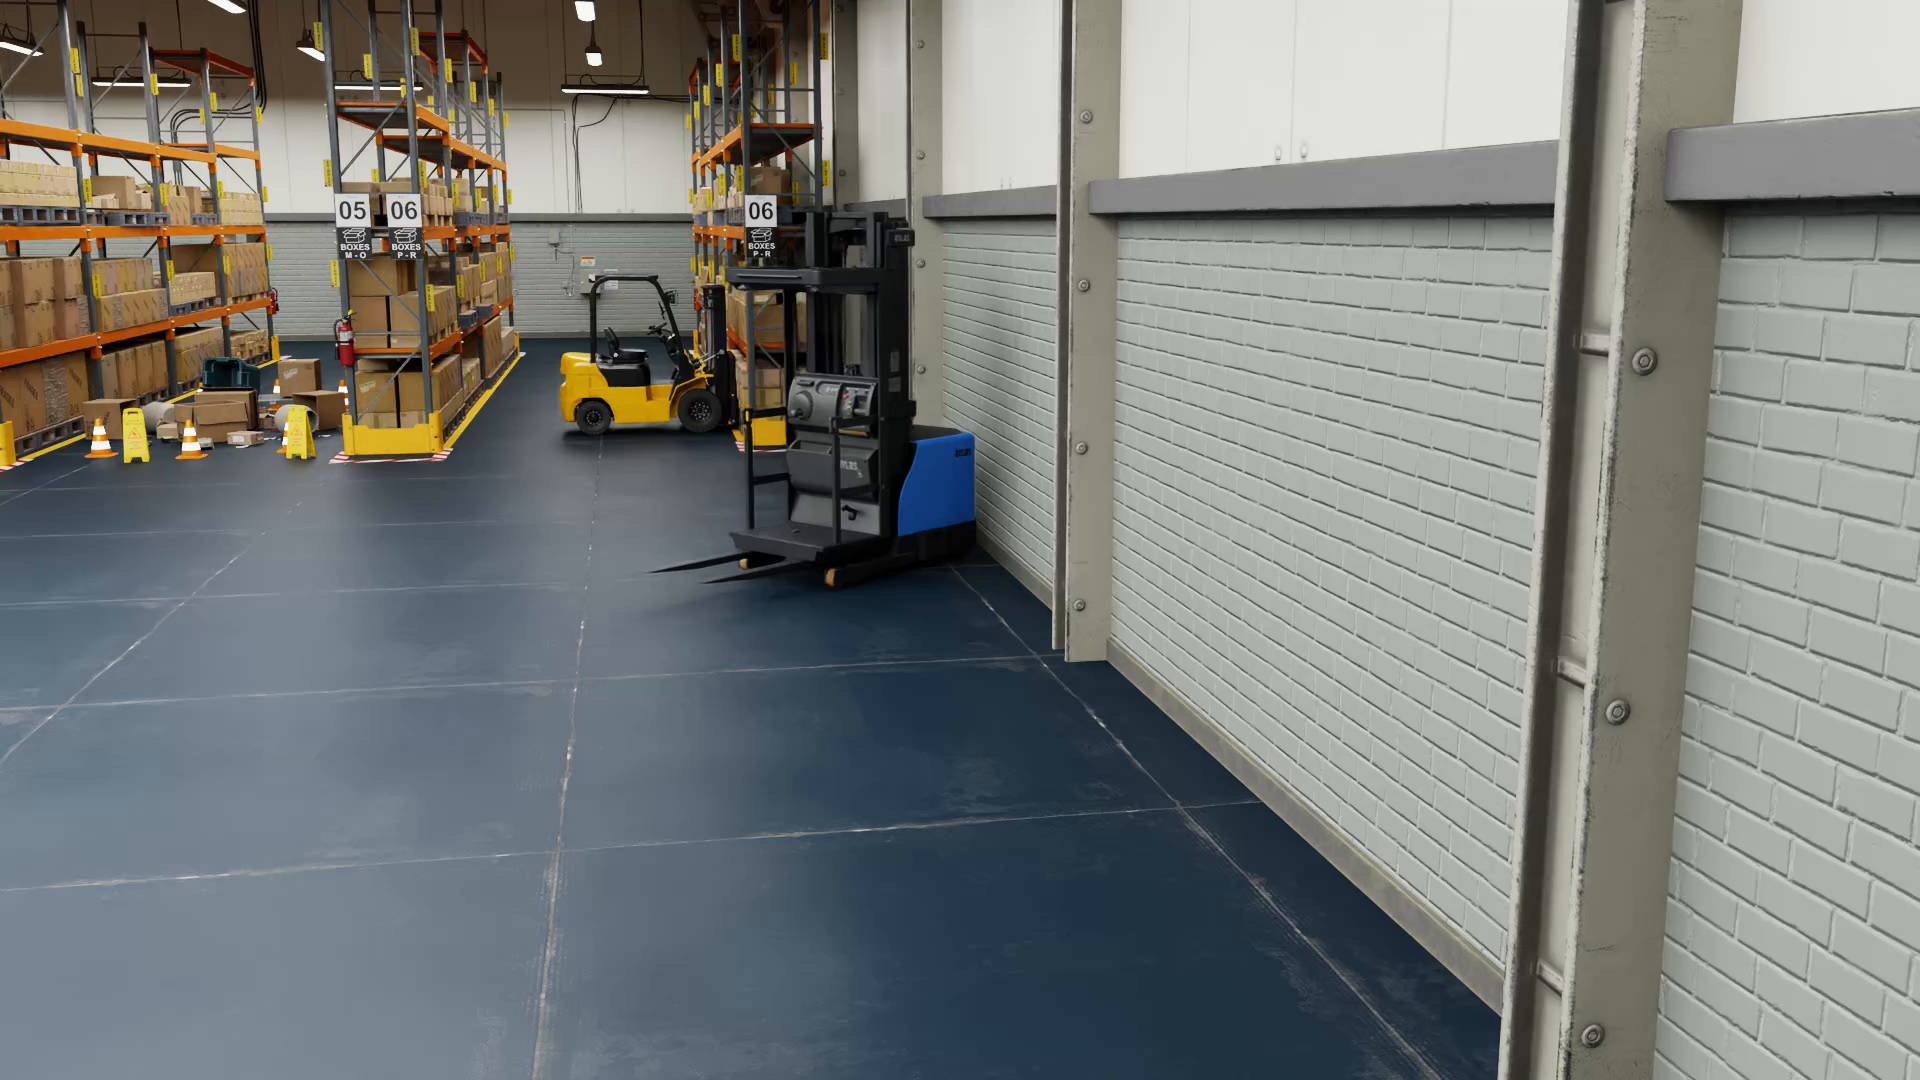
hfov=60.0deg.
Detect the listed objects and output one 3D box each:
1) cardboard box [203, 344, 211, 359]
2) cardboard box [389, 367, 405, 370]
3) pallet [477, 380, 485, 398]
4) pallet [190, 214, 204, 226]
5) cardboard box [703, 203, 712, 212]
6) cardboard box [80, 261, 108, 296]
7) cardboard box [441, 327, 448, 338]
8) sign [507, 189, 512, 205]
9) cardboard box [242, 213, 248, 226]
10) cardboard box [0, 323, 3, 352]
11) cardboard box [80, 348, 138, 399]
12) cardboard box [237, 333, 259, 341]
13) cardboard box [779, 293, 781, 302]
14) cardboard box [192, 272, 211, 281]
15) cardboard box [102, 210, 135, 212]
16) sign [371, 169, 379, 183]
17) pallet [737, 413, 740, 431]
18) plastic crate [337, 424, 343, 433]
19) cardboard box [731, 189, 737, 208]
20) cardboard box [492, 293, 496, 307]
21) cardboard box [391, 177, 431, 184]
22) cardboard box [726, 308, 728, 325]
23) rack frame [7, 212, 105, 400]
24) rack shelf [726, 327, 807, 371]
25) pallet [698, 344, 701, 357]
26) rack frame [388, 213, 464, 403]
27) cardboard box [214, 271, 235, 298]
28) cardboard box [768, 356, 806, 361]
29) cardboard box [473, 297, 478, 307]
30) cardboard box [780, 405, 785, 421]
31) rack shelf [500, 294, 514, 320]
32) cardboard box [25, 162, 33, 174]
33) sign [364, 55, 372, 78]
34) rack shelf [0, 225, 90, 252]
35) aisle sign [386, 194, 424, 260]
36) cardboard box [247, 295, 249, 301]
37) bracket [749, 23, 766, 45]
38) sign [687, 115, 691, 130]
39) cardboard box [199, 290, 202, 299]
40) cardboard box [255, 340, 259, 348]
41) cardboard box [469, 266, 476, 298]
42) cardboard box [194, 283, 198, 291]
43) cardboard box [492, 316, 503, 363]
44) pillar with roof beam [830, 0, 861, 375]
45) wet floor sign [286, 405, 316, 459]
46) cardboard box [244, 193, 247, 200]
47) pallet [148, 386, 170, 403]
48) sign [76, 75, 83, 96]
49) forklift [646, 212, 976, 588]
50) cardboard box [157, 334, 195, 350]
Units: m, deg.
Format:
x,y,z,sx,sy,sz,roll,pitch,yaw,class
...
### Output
x,y,z,sx,sy,sz,roll,pitch,yaw,class
-13.718,-3.235,29.734,0.500,0.500,0.500,-2,11,-12,cardboard box
-7.651,-2.026,22.046,0.500,0.500,0.500,-2,11,-9,cardboard box
-8.540,-2.523,27.890,1.003,0.211,1.213,-2,11,-11,pallet
-14.084,-5.646,29.317,1.213,0.211,1.003,-2,11,-11,pallet
-4.608,-6.207,31.043,0.380,0.149,0.250,-2,11,-10,cardboard box
-12.952,-3.830,24.355,0.700,0.500,0.500,-2,11,-12,cardboard box
-7.244,-2.852,22.829,0.380,0.149,0.250,-2,11,-11,cardboard box
-9.711,-7.391,35.826,0.100,0.325,0.005,-2,11,-11,sign
-14.421,-6.350,32.915,0.500,0.250,0.500,-2,11,-8,cardboard box
-12.087,-2.511,19.965,0.875,0.550,0.550,-2,11,-11,cardboard box
-13.141,-2.493,25.167,1.050,0.750,0.750,-2,11,-11,cardboard box
-14.468,-4.127,33.770,0.380,0.149,0.250,-2,11,-9,cardboard box
-2.231,-3.280,22.403,0.380,0.149,0.250,-2,11,-12,cardboard box
-13.981,-4.831,30.514,0.380,0.149,0.250,-2,11,-13,cardboard box
-13.886,-5.456,27.551,0.500,0.500,0.500,-2,11,-11,cardboard box
-8.456,-5.203,24.053,0.100,0.325,0.005,-2,11,-11,sign
-2.690,-1.743,23.789,1.003,0.211,1.213,-2,11,-11,pallet
-8.411,-1.551,23.132,0.402,0.080,0.583,-6,13,-31,plastic crate
-3.053,-4.864,23.675,0.396,0.266,0.258,-2,11,-12,cardboard box
-9.036,-4.530,31.376,0.500,0.250,0.500,-2,11,-12,cardboard box
-8.150,-5.256,24.710,0.500,0.250,0.500,-2,11,-10,cardboard box
-3.399,-3.493,25.930,0.500,0.250,0.500,-2,11,-10,cardboard box
-12.748,-3.105,23.485,1.000,3.000,0.127,-2,11,-11,rack frame
-2.655,-2.764,23.620,1.077,0.370,4.000,-2,11,-11,rack shelf
-5.207,-4.155,36.463,1.003,0.211,1.213,-2,11,-11,pallet
-7.912,-3.303,24.528,1.000,3.000,0.127,-2,11,-11,rack frame
-14.153,-4.867,31.682,0.500,0.500,0.500,-2,11,-12,cardboard box
-2.454,-2.470,23.709,0.500,0.250,0.500,-2,11,-12,cardboard box
-8.071,-3.880,27.111,0.380,0.149,0.250,-2,11,-10,cardboard box
-2.170,-1.703,22.354,0.500,0.250,0.500,-2,11,-11,cardboard box
-9.857,-4.784,34.231,1.077,0.370,4.000,-2,11,-11,rack shelf
-12.019,-4.721,21.105,0.380,0.149,0.250,-2,11,-10,cardboard box
-8.455,-6.766,23.753,0.100,0.325,0.005,-2,11,-11,sign
-12.359,-3.858,21.345,1.077,0.370,4.000,-2,11,-11,rack shelf
-6.818,-3.846,20.430,0.394,0.787,0.004,-2,11,-11,aisle sign
-14.577,-4.893,33.554,0.380,0.149,0.250,-3,11,-13,cardboard box
-3.614,-9.263,30.168,0.076,0.066,4.783,-2,11,-11,bracket
-5.910,-9.110,36.284,0.100,0.325,0.005,-2,11,-11,sign
-13.827,-4.399,29.834,0.380,0.149,0.250,-3,11,-13,cardboard box
-14.483,-3.981,33.797,0.380,0.149,0.250,-2,11,-10,cardboard box
-8.118,-4.178,26.939,0.500,0.500,0.500,-3,11,-15,cardboard box
-13.773,-4.493,29.535,0.380,0.149,0.250,-2,11,-11,cardboard box
-9.269,-3.822,31.814,0.875,0.875,0.875,-2,11,-9,cardboard box
-5.740,-5.702,21.085,9.100,9.000,0.400,-2,11,-11,pillar with roof beam
-8.147,-1.339,20.506,0.267,0.644,0.232,2,11,9,wet floor sign
-14.579,-6.907,33.441,0.380,0.149,0.250,-2,11,-12,cardboard box
-13.446,-2.321,26.826,1.003,0.211,1.213,-2,11,-11,pallet
-14.056,-7.261,26.571,0.100,0.325,0.005,-2,11,-11,sign
-1.185,-1.161,13.457,1.130,2.935,3.031,9,14,39,forklift
-13.521,-3.413,28.663,0.500,0.250,0.500,-2,11,-12,cardboard box
